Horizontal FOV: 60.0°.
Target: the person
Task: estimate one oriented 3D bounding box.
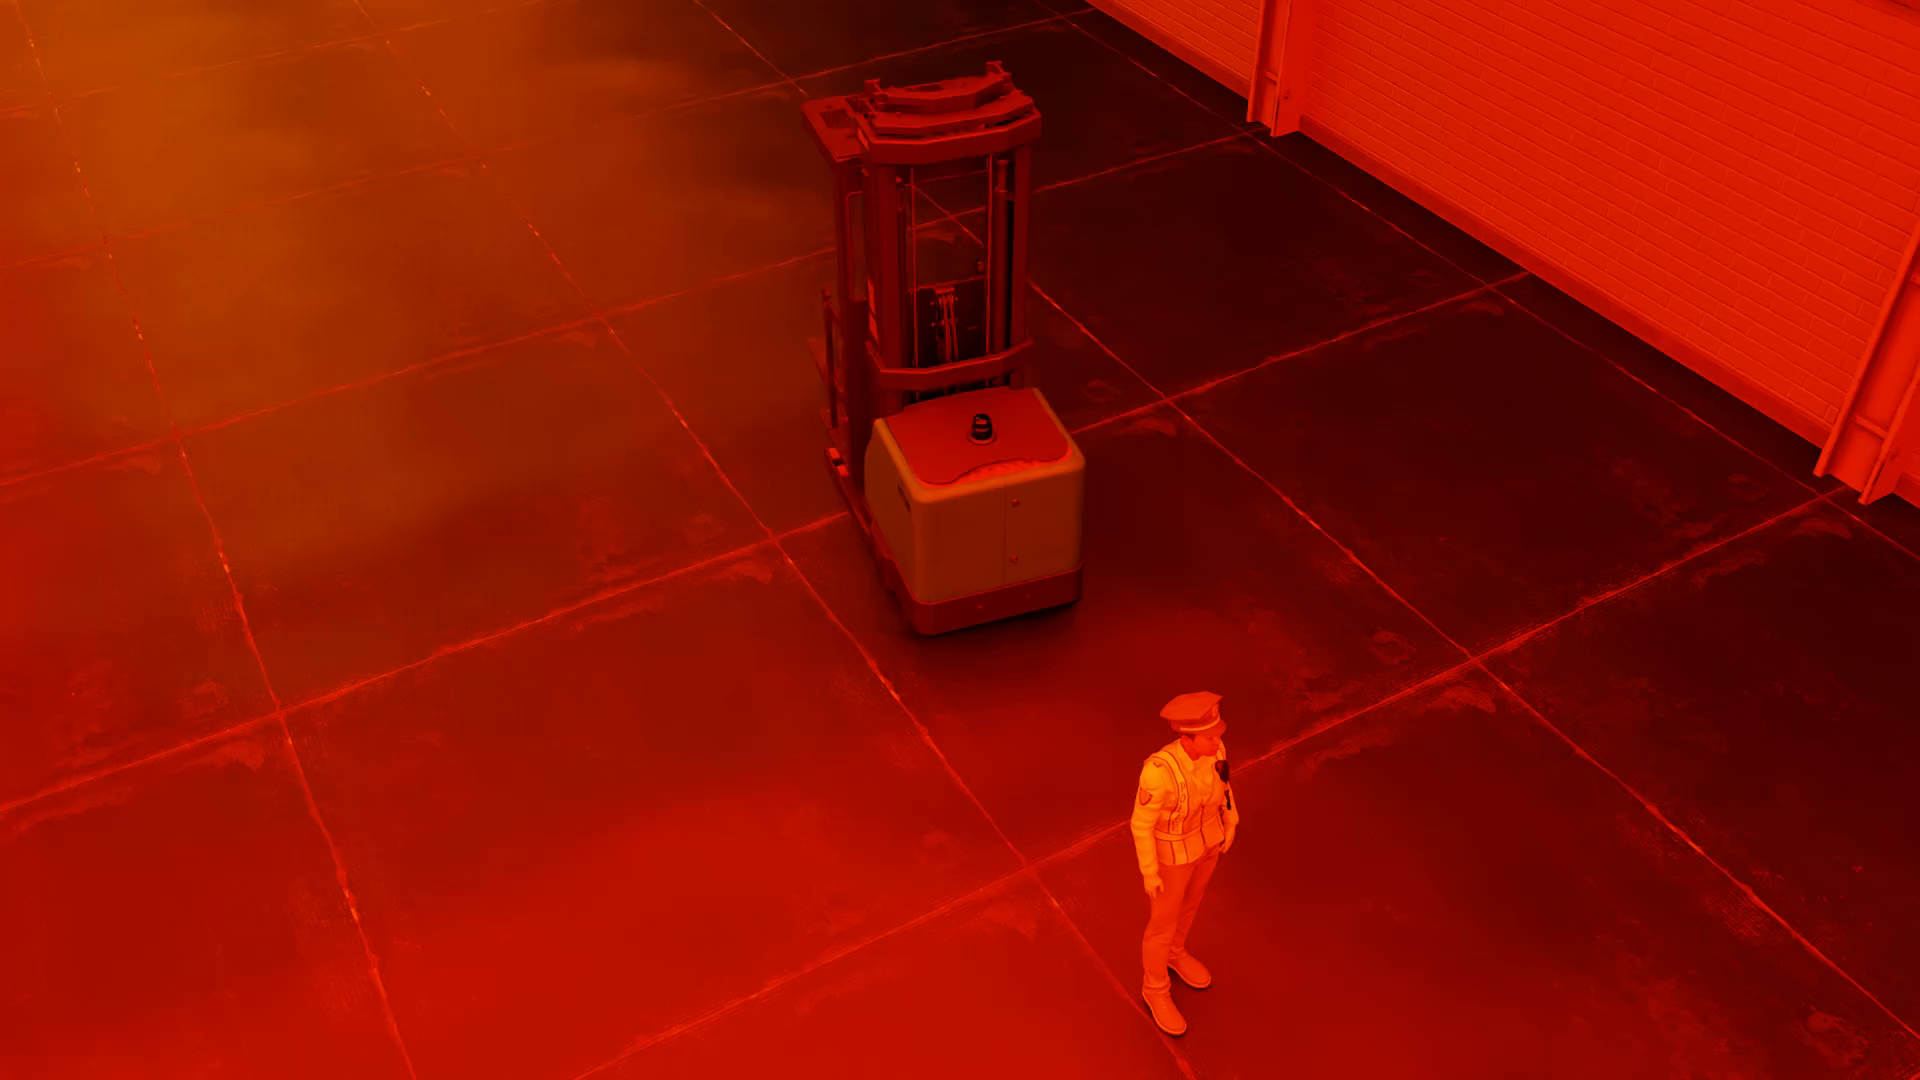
[{"bbox_3d":[1.033,1.383,7.326,0.588,1.695,0.531,-27,47,-29],"label":"person"}]

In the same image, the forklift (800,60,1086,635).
[{"bbox_3d":[-0.252,-1.528,9.879,1.130,2.935,3.031,-13,41,-15],"label":"forklift"}]
